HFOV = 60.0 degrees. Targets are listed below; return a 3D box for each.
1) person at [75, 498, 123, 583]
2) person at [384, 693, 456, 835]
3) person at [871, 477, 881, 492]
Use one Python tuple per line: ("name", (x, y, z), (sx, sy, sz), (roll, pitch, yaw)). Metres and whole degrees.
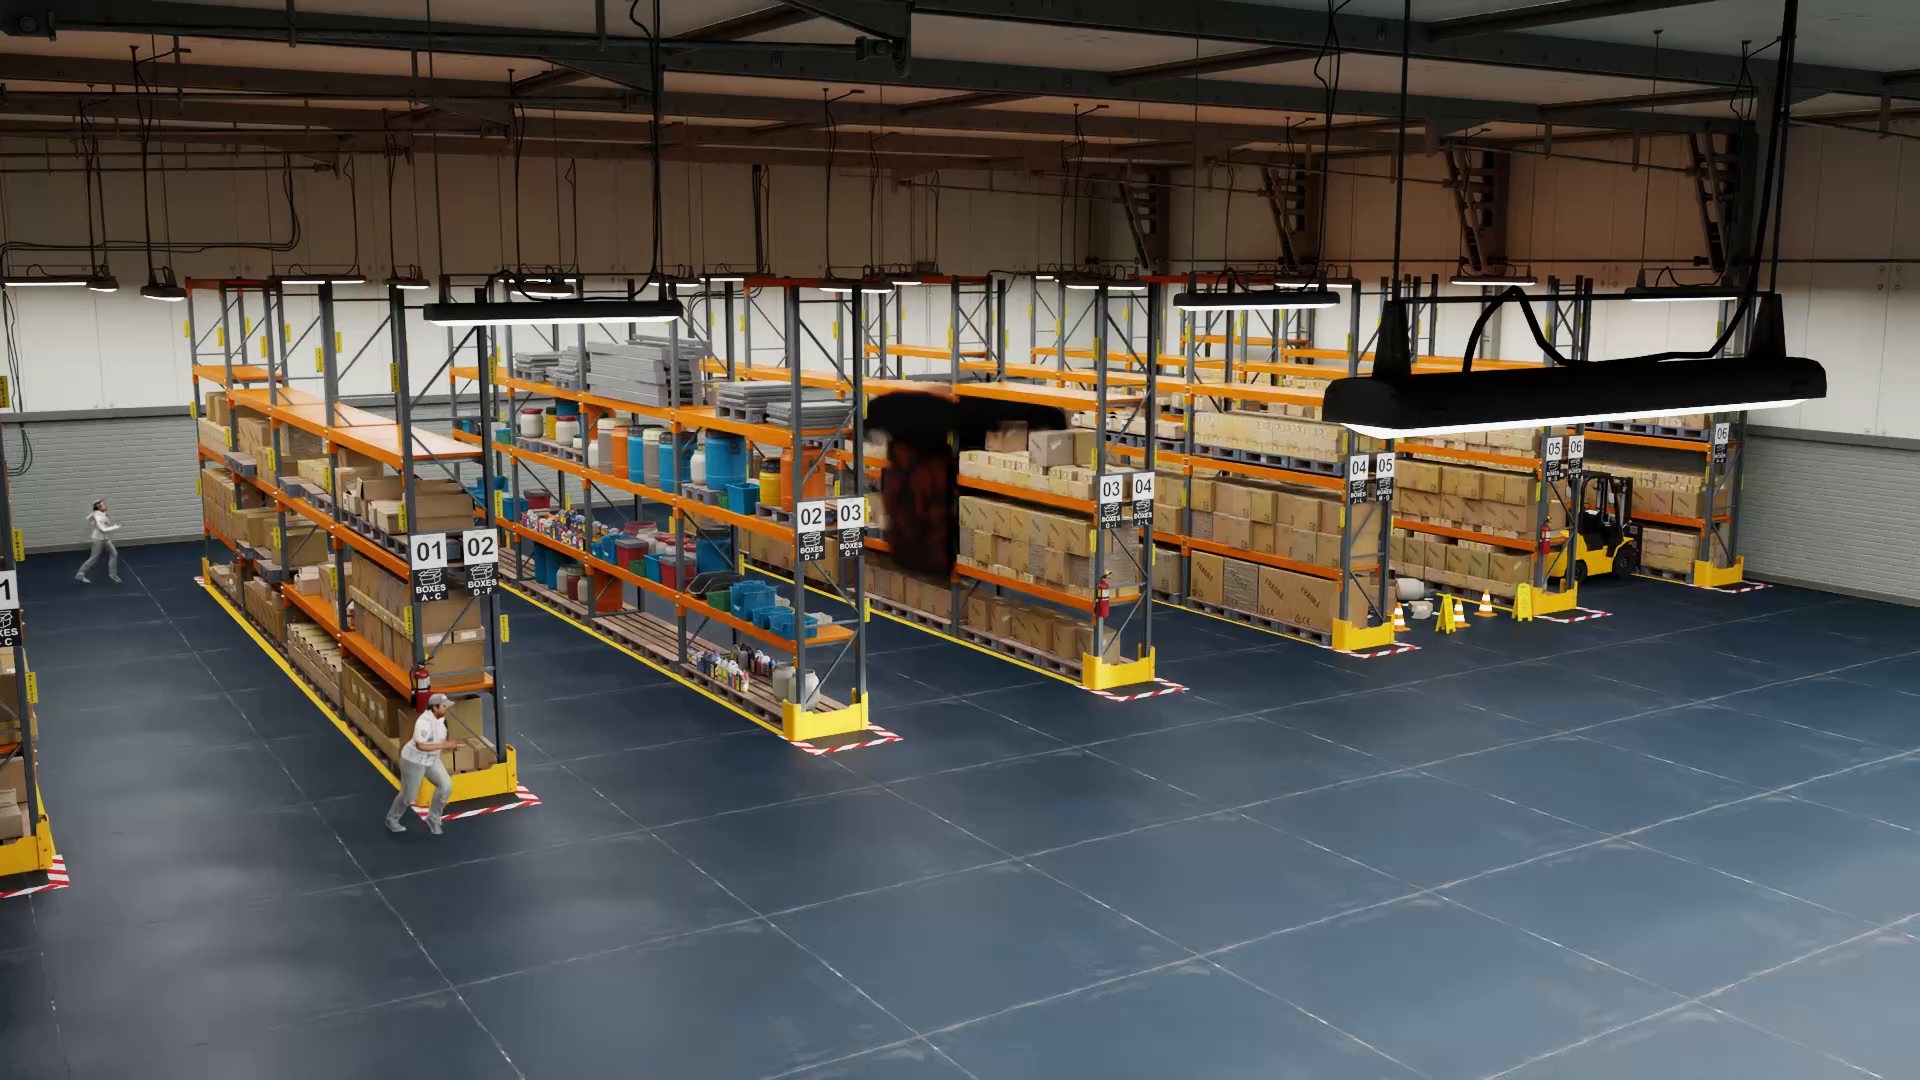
("person", (-16.981, 0.035, 32.743), (0.879, 1.740, 0.626), (-4, 10, -24))
("person", (-5.972, 2.510, 18.506), (0.871, 1.677, 0.635), (2, 10, 14))
("person", (-2.172, -1.678, 42.887), (0.567, 1.717, 0.763), (9, 13, 43))
